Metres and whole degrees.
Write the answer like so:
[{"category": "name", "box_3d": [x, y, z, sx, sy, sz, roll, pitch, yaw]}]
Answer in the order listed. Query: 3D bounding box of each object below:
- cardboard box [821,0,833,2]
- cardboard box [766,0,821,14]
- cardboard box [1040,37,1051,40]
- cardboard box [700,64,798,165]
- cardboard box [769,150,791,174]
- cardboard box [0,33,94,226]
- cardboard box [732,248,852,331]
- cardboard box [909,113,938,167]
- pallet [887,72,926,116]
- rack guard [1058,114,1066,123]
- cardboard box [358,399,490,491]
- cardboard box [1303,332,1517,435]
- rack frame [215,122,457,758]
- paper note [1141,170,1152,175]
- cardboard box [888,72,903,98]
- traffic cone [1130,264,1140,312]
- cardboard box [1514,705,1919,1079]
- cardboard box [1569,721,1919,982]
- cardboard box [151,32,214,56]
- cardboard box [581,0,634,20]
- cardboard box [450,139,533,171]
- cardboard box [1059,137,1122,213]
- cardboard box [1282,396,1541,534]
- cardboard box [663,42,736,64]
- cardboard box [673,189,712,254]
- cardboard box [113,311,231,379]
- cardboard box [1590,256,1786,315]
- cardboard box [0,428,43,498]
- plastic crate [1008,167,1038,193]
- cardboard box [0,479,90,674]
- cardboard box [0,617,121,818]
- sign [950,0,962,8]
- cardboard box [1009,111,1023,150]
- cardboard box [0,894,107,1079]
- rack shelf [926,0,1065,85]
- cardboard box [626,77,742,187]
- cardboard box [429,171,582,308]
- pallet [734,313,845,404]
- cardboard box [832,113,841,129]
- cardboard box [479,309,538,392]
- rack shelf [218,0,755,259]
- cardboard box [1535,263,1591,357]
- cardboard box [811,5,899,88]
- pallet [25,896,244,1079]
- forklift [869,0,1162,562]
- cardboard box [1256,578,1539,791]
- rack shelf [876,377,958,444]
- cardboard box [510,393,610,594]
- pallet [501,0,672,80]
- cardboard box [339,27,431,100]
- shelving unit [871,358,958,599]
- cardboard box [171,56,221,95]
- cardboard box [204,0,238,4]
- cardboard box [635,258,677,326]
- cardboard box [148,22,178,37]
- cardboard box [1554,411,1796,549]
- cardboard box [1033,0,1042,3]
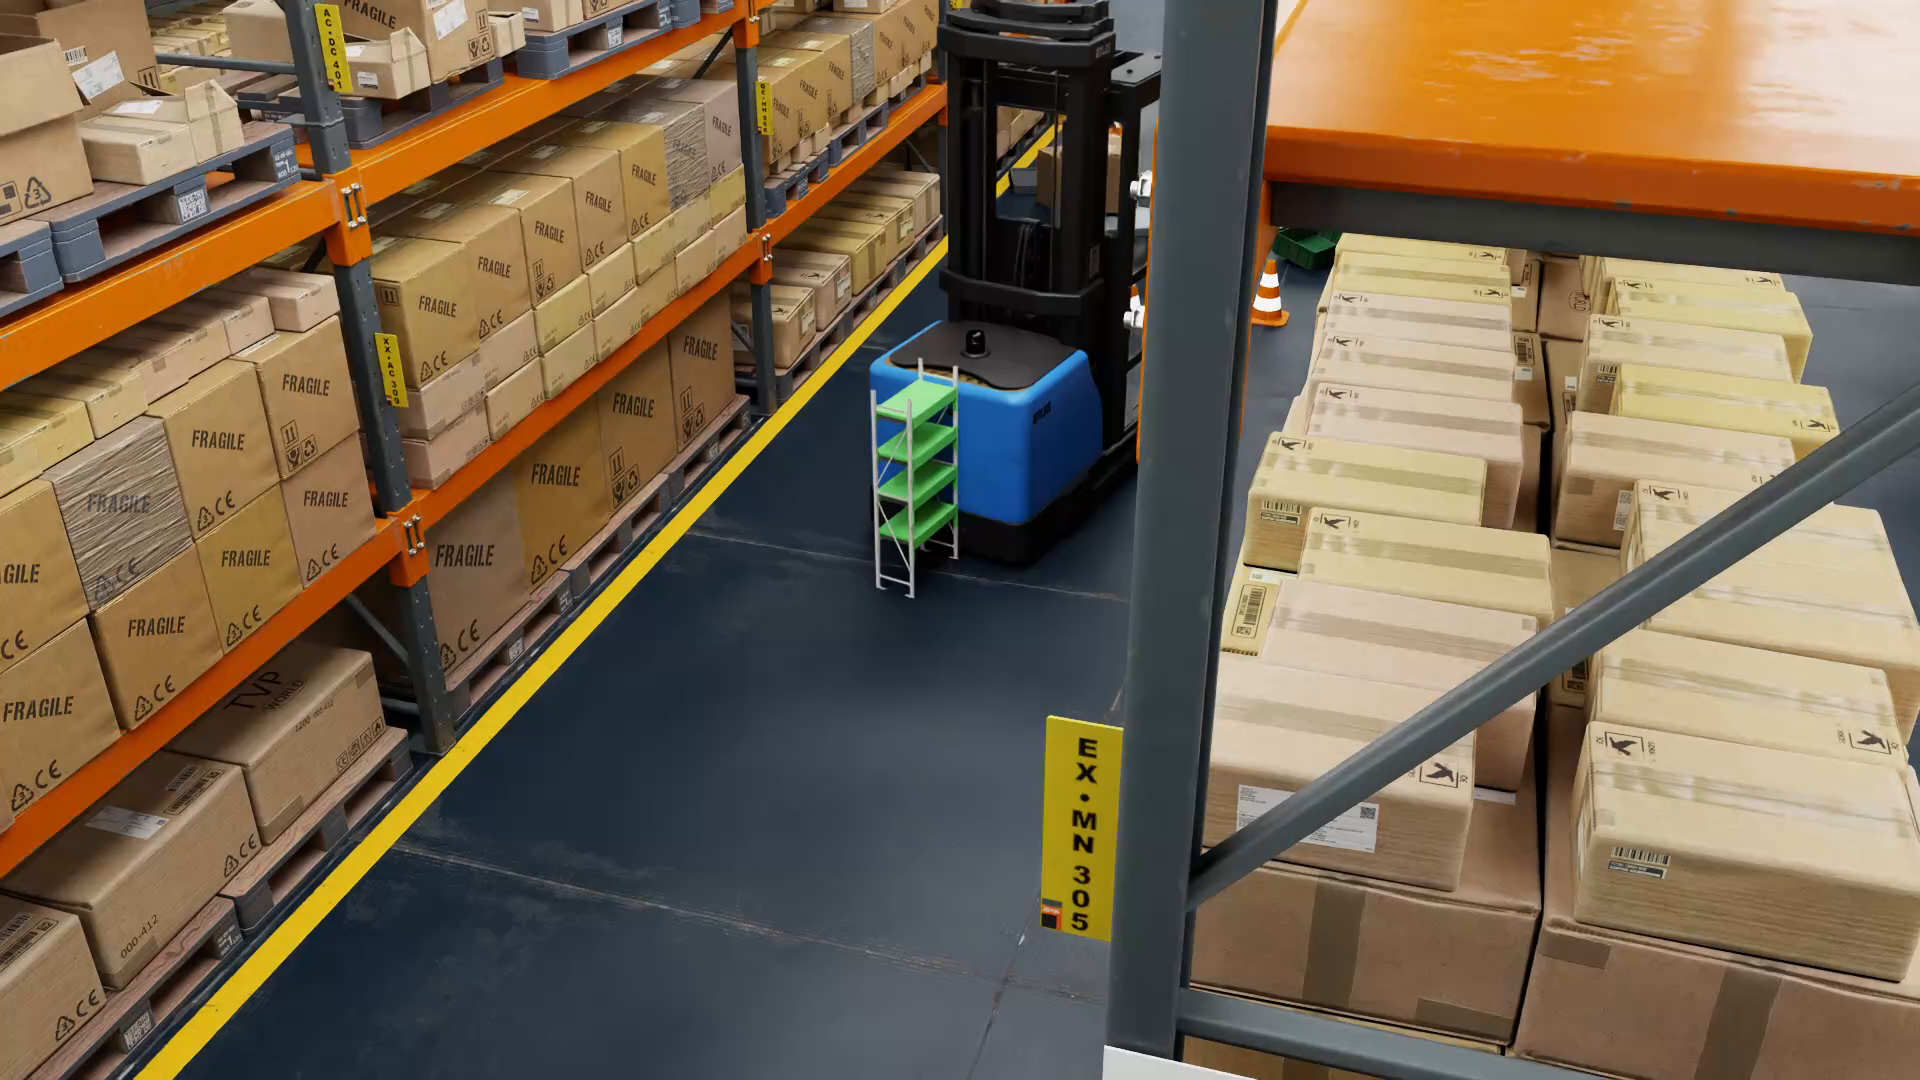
[{"category": "cardboard box", "box_3d": [-1.122, -4.040, 13.087, 0.500, 0.500, 0.500, 9, 30, 15]}, {"category": "cardboard box", "box_3d": [-1.261, -4.046, 12.429, 0.380, 0.149, 0.250, 10, 31, 18]}, {"category": "cardboard box", "box_3d": [0.624, -4.852, 17.011, 0.500, 0.500, 0.500, 9, 30, 15]}, {"category": "cardboard box", "box_3d": [-1.385, -2.767, 10.798, 0.500, 0.500, 0.500, 8, 30, 13]}, {"category": "cardboard box", "box_3d": [-1.350, -2.559, 11.091, 0.380, 0.149, 0.250, 7, 30, 12]}, {"category": "cardboard box", "box_3d": [-3.277, -1.327, 5.323, 0.797, 0.503, 0.637, 11, 31, 19]}, {"category": "cardboard box", "box_3d": [-1.354, -1.874, 12.305, 0.950, 0.372, 0.625, 8, 30, 14]}, {"category": "cardboard box", "box_3d": [-0.133, -3.638, 14.830, 0.500, 0.500, 0.500, 10, 31, 17]}, {"category": "pallet", "box_3d": [-0.928, -3.675, 13.467, 1.003, 0.211, 1.213, 8, 30, 15]}, {"category": "rack guard", "box_3d": [0.588, -4.824, 17.908, 1.175, 0.500, 0.348, 8, 30, 15]}, {"category": "cardboard box", "box_3d": [-2.531, -0.476, 7.675, 0.500, 0.250, 0.500, 8, 30, 14]}, {"category": "cardboard box", "box_3d": [0.898, -0.282, 3.316, 0.380, 0.149, 0.250, 9, 30, 16]}, {"category": "rack frame", "box_3d": [-2.912, -0.375, 7.339, 1.000, 3.000, 0.127, 8, 30, 15]}, {"category": "paper note", "box_3d": [1.843, -3.553, 16.117, 0.148, 0.019, 0.142, 20, 35, 32]}, {"category": "cardboard box", "box_3d": [-0.658, -3.524, 12.826, 0.380, 0.149, 0.250, 9, 30, 15]}, {"category": "traffic cone", "box_3d": [1.281, -1.931, 12.745, 0.336, 0.463, 0.334, 8, 30, 15]}, {"category": "cardboard box", "box_3d": [1.055, 0.508, 2.306, 0.500, 0.250, 0.500, 9, 30, 16]}, {"category": "cardboard box", "box_3d": [0.988, 0.387, 2.113, 0.380, 0.149, 0.250, 8, 30, 14]}, {"category": "cardboard box", "box_3d": [-5.917, -3.744, 12.625, 0.380, 0.149, 0.250, 9, 30, 15]}, {"category": "cardboard box", "box_3d": [-1.978, -2.912, 8.278, 0.500, 0.500, 0.500, 9, 30, 15]}, {"category": "cardboard box", "box_3d": [-2.571, -1.816, 8.798, 0.500, 0.500, 0.500, 9, 30, 16]}, {"category": "cardboard box", "box_3d": [1.146, -3.091, 14.014, 0.500, 0.500, 0.500, 8, 30, 15]}, {"category": "cardboard box", "box_3d": [0.869, -0.047, 3.303, 0.500, 0.250, 0.500, 9, 30, 16]}, {"category": "cardboard box", "box_3d": [-1.729, -3.084, 11.367, 0.500, 0.500, 0.500, 8, 30, 14]}, {"category": "cardboard box", "box_3d": [-1.785, -1.887, 9.696, 0.500, 0.250, 0.500, 8, 30, 14]}, {"category": "cardboard box", "box_3d": [-2.962, -0.729, 6.177, 0.380, 0.149, 0.250, 9, 30, 15]}, {"category": "cardboard box", "box_3d": [1.664, -0.565, 3.824, 0.380, 0.149, 0.250, 8, 30, 15]}, {"category": "cardboard box", "box_3d": [-3.192, -0.249, 5.314, 0.380, 0.149, 0.250, 9, 30, 15]}, {"category": "plastic crate", "box_3d": [0.681, -3.430, 15.833, 0.402, 0.080, 0.583, -1, 29, -3]}, {"category": "cardboard box", "box_3d": [-3.239, 0.107, 5.340, 0.500, 0.500, 0.500, 9, 30, 15]}, {"category": "cardboard box", "box_3d": [-3.252, 0.550, 5.573, 0.500, 0.500, 0.500, 10, 30, 17]}, {"category": "sign", "box_3d": [-0.033, -4.521, 13.601, 0.100, 0.325, 0.005, 8, 30, 15]}, {"category": "cardboard box", "box_3d": [0.322, -4.036, 16.316, 0.500, 0.250, 0.500, 7, 30, 13]}, {"category": "cardboard box", "box_3d": [-3.728, 1.672, 5.862, 0.875, 0.438, 0.875, 9, 30, 16]}, {"category": "rack shelf", "box_3d": [0.023, -4.708, 15.868, 1.077, 0.370, 4.000, 8, 30, 15]}, {"category": "cardboard box", "box_3d": [-1.640, -2.437, 9.914, 0.500, 0.500, 0.500, 8, 30, 14]}, {"category": "cardboard box", "box_3d": [-2.236, -1.492, 8.216, 0.500, 0.500, 0.500, 8, 30, 14]}, {"category": "pallet", "box_3d": [-1.508, -1.378, 12.011, 1.003, 0.211, 1.213, 8, 30, 15]}, {"category": "cardboard box", "box_3d": [-1.083, -3.064, 11.999, 0.380, 0.149, 0.250, 10, 31, 17]}, {"category": "cardboard box", "box_3d": [-2.387, -0.939, 7.992, 0.500, 0.250, 0.500, 9, 30, 16]}, {"category": "rack shelf", "box_3d": [-2.325, -2.301, 8.455, 1.077, 0.370, 4.000, 8, 30, 15]}, {"category": "cardboard box", "box_3d": [1.644, -0.446, 4.020, 0.500, 0.250, 0.500, 10, 31, 17]}, {"category": "cardboard box", "box_3d": [-0.782, -3.733, 12.534, 0.500, 0.500, 0.500, 10, 30, 17]}, {"category": "pallet", "box_3d": [-3.567, 1.754, 6.379, 1.003, 0.211, 1.213, 8, 30, 15]}, {"category": "forklift", "box_3d": [0.634, -1.842, 10.046, 1.130, 2.935, 3.031, 15, 33, 25]}, {"category": "cardboard box", "box_3d": [0.637, 0.205, 2.440, 0.380, 0.149, 0.250, 9, 30, 16]}, {"category": "rack shelf", "box_3d": [-0.239, -0.698, 8.915, 0.258, 0.148, 0.480, 15, 33, 25]}, {"category": "cardboard box", "box_3d": [-2.549, -0.351, 9.048, 0.875, 0.875, 0.875, 9, 30, 16]}, {"category": "pallet", "box_3d": [-2.202, -2.635, 8.511, 1.003, 0.211, 1.213, 10, 31, 17]}, {"category": "cardboard box", "box_3d": [-2.431, -1.993, 6.868, 0.396, 0.266, 0.258, 8, 30, 14]}, {"category": "shelving unit", "box_3d": [-0.239, -0.335, 9.118, 0.258, 1.200, 0.503, 15, 33, 25]}, {"category": "cardboard box", "box_3d": [-5.973, -3.497, 12.591, 0.500, 0.250, 0.500, 9, 30, 16]}, {"category": "cardboard box", "box_3d": [-6.043, -4.409, 13.820, 0.380, 0.149, 0.250, 8, 30, 14]}, {"category": "cardboard box", "box_3d": [-1.937, -1.425, 9.380, 0.500, 0.250, 0.500, 8, 30, 14]}, {"category": "cardboard box", "box_3d": [-6.322, -3.931, 12.961, 0.380, 0.149, 0.250, 8, 30, 15]}, {"category": "cardboard box", "box_3d": [1.276, -0.092, 2.974, 0.380, 0.149, 0.250, 9, 30, 16]}, {"category": "cardboard box", "box_3d": [0.594, -5.264, 16.386, 0.380, 0.149, 0.250, 9, 30, 16]}]
